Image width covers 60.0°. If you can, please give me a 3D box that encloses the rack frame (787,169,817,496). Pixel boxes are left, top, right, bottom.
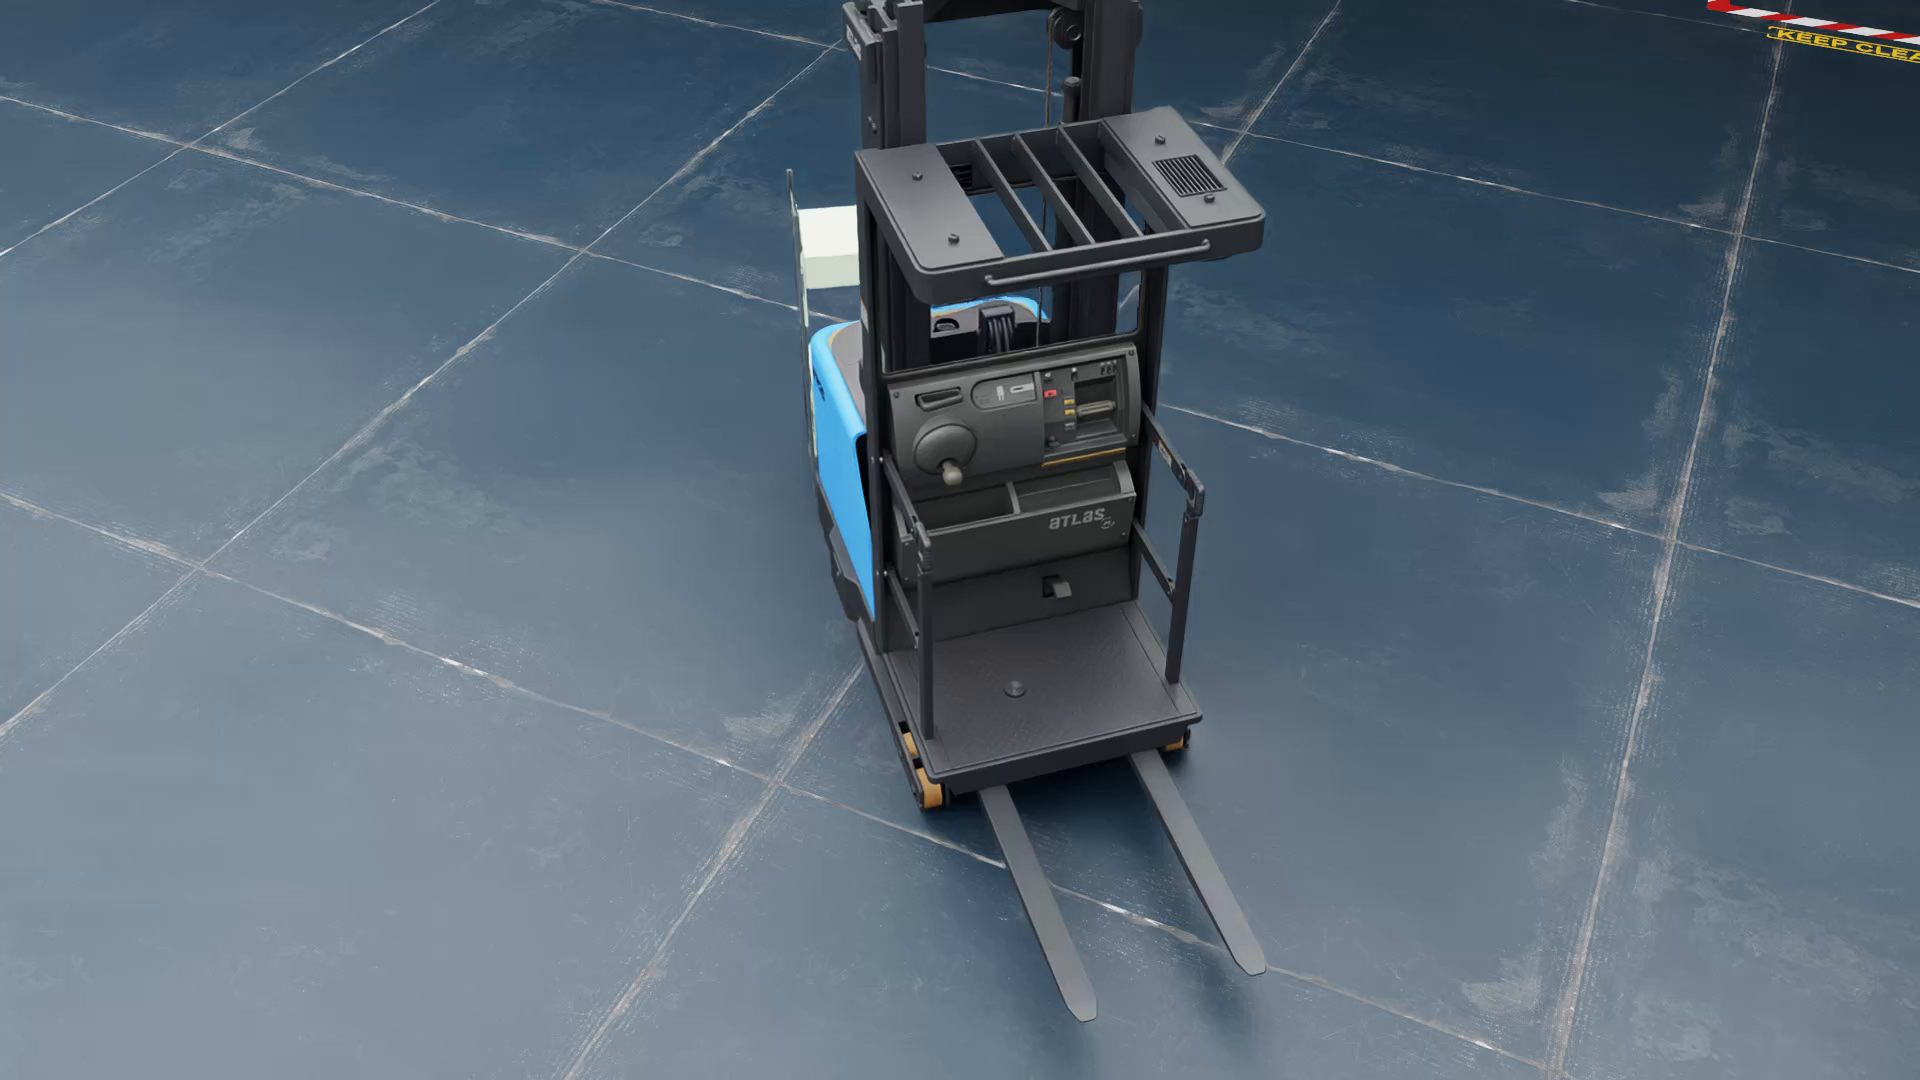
[{"bbox_3d":[-0.710,-0.907,7.535,0.023,1.500,0.400,-6,41,-6],"label":"rack frame"}]

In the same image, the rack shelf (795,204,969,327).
[{"bbox_3d":[-0.348,-1.237,7.320,0.720,0.370,0.431,-6,41,-6],"label":"rack shelf"}]

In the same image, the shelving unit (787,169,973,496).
[{"bbox_3d":[-0.348,-0.942,7.576,0.755,1.500,0.431,-6,41,-6],"label":"shelving unit"}]

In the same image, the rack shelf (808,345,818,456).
[{"bbox_3d":[-0.348,-0.696,7.790,0.720,0.370,0.431,-6,41,-6],"label":"rack shelf"}]

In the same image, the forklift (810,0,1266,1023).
[{"bbox_3d":[0.271,-0.365,5.818,1.130,2.935,3.031,-11,42,-13],"label":"forklift"}]

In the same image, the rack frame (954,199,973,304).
[{"bbox_3d":[0.014,-0.978,7.617,0.023,1.500,0.400,-6,41,-6],"label":"rack frame"}]
